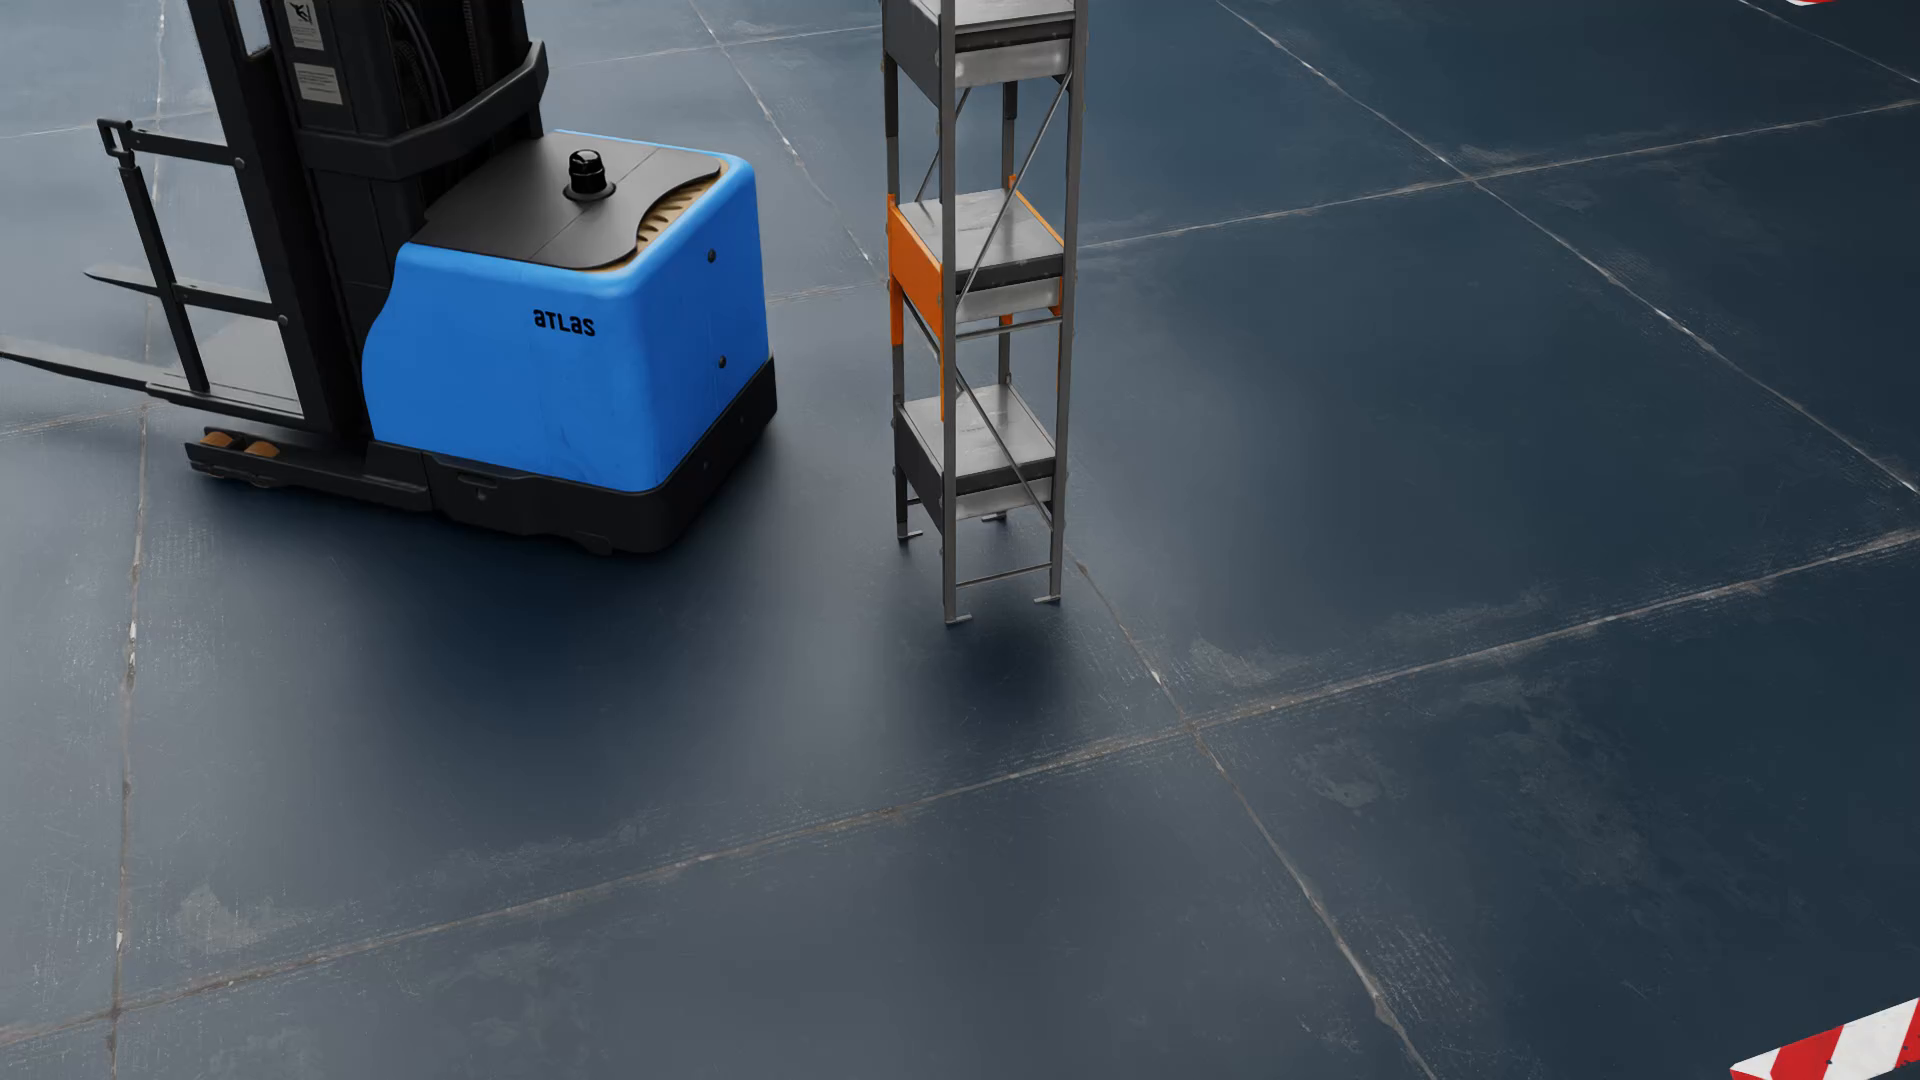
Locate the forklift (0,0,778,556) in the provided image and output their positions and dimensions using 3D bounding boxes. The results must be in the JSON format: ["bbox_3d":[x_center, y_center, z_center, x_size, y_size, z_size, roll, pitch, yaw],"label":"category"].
[{"bbox_3d":[-2.264,-1.644,5.497,3.031,2.935,1.130,12,39,15],"label":"forklift"}]

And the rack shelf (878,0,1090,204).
[{"bbox_3d":[0.057,-1.293,4.581,0.431,0.518,0.480,-12,39,-16],"label":"rack shelf"}]

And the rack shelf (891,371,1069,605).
[{"bbox_3d":[0.057,-0.175,5.423,0.431,0.518,0.480,-12,39,-16],"label":"rack shelf"}]

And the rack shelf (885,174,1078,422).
[{"bbox_3d":[0.057,-0.734,5.002,0.431,0.518,0.480,-12,39,-16],"label":"rack shelf"}]

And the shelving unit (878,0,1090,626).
[{"bbox_3d":[0.057,-0.745,4.994,0.431,2.100,0.503,-12,39,-16],"label":"shelving unit"}]

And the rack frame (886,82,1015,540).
[{"bbox_3d":[-0.027,-0.883,5.177,0.400,2.100,0.015,-12,39,-16],"label":"rack frame"}]

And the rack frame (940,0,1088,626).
[{"bbox_3d":[0.141,-0.607,4.811,0.400,2.100,0.015,-12,39,-16],"label":"rack frame"}]
